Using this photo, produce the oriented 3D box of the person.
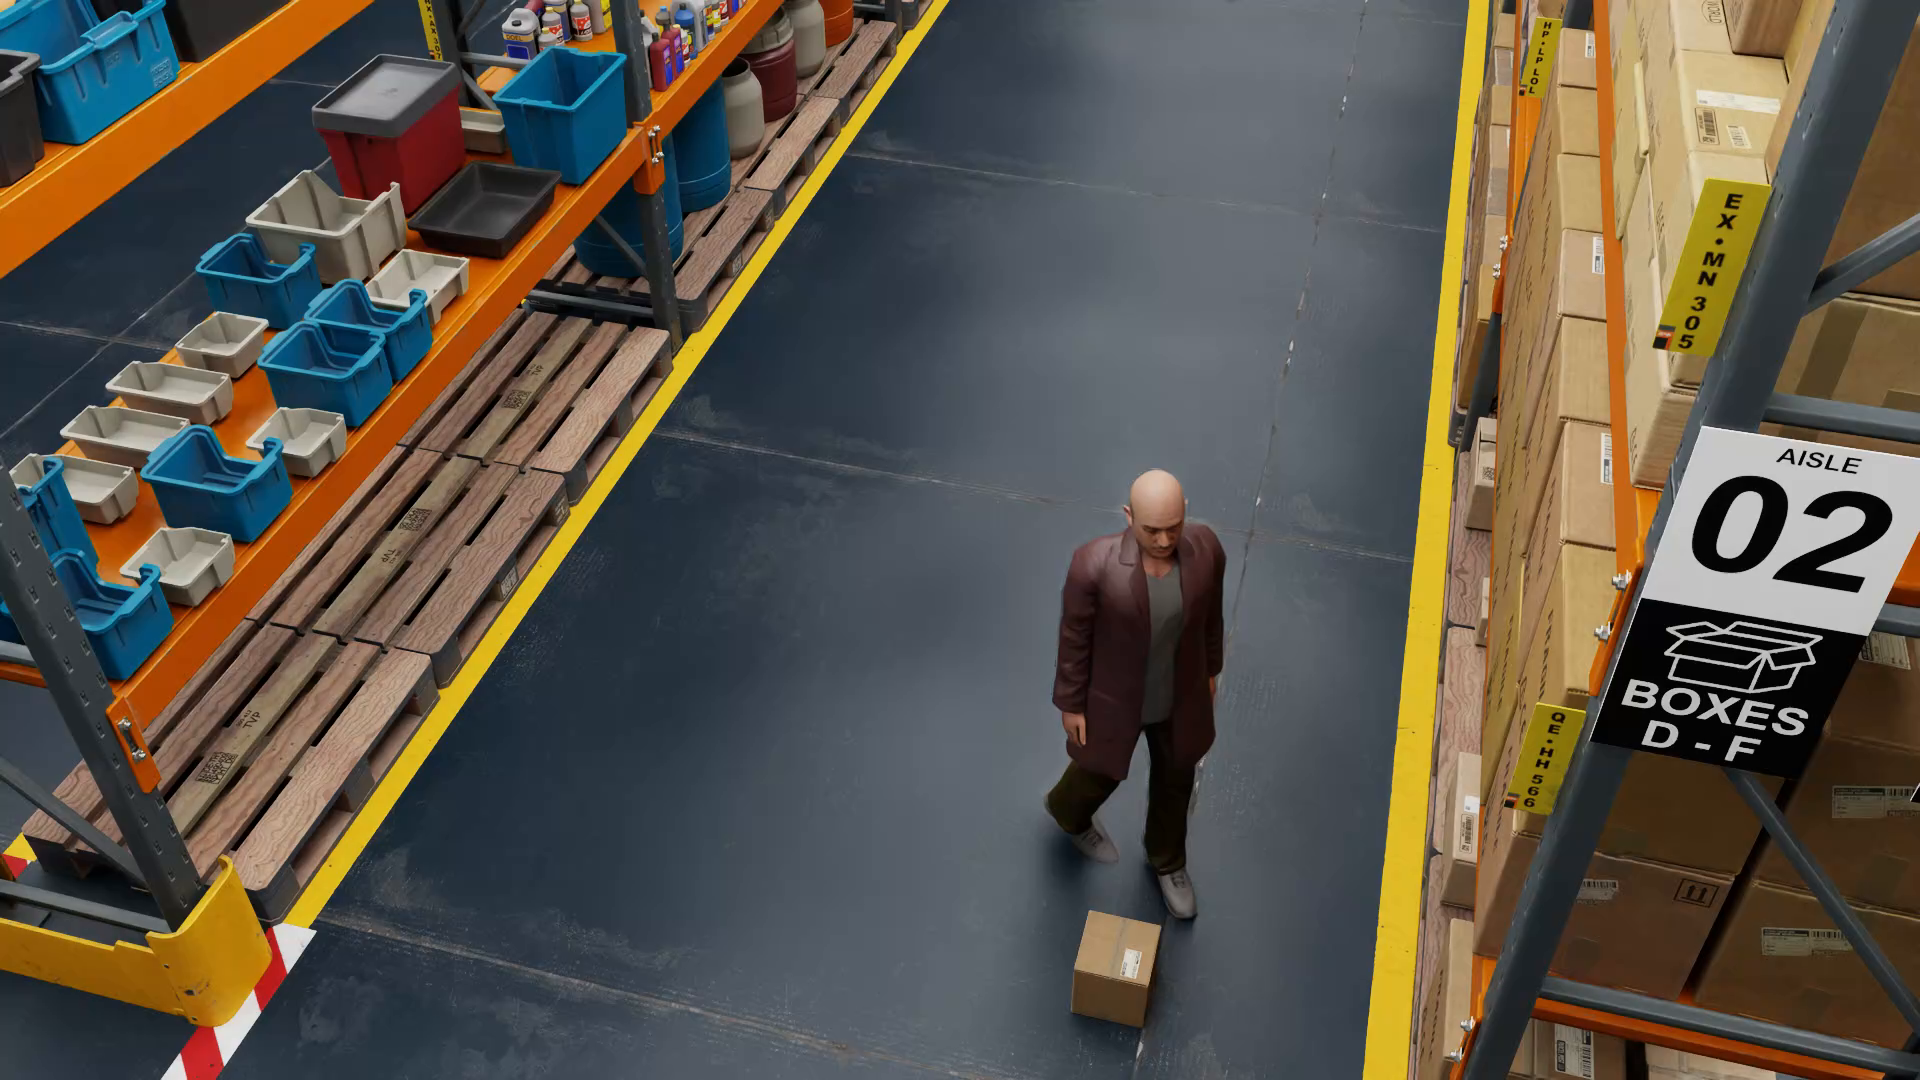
[{"bbox_3d":[0.607,0.530,5.564,0.612,1.821,0.633,-9,41,-10],"label":"person"}]
